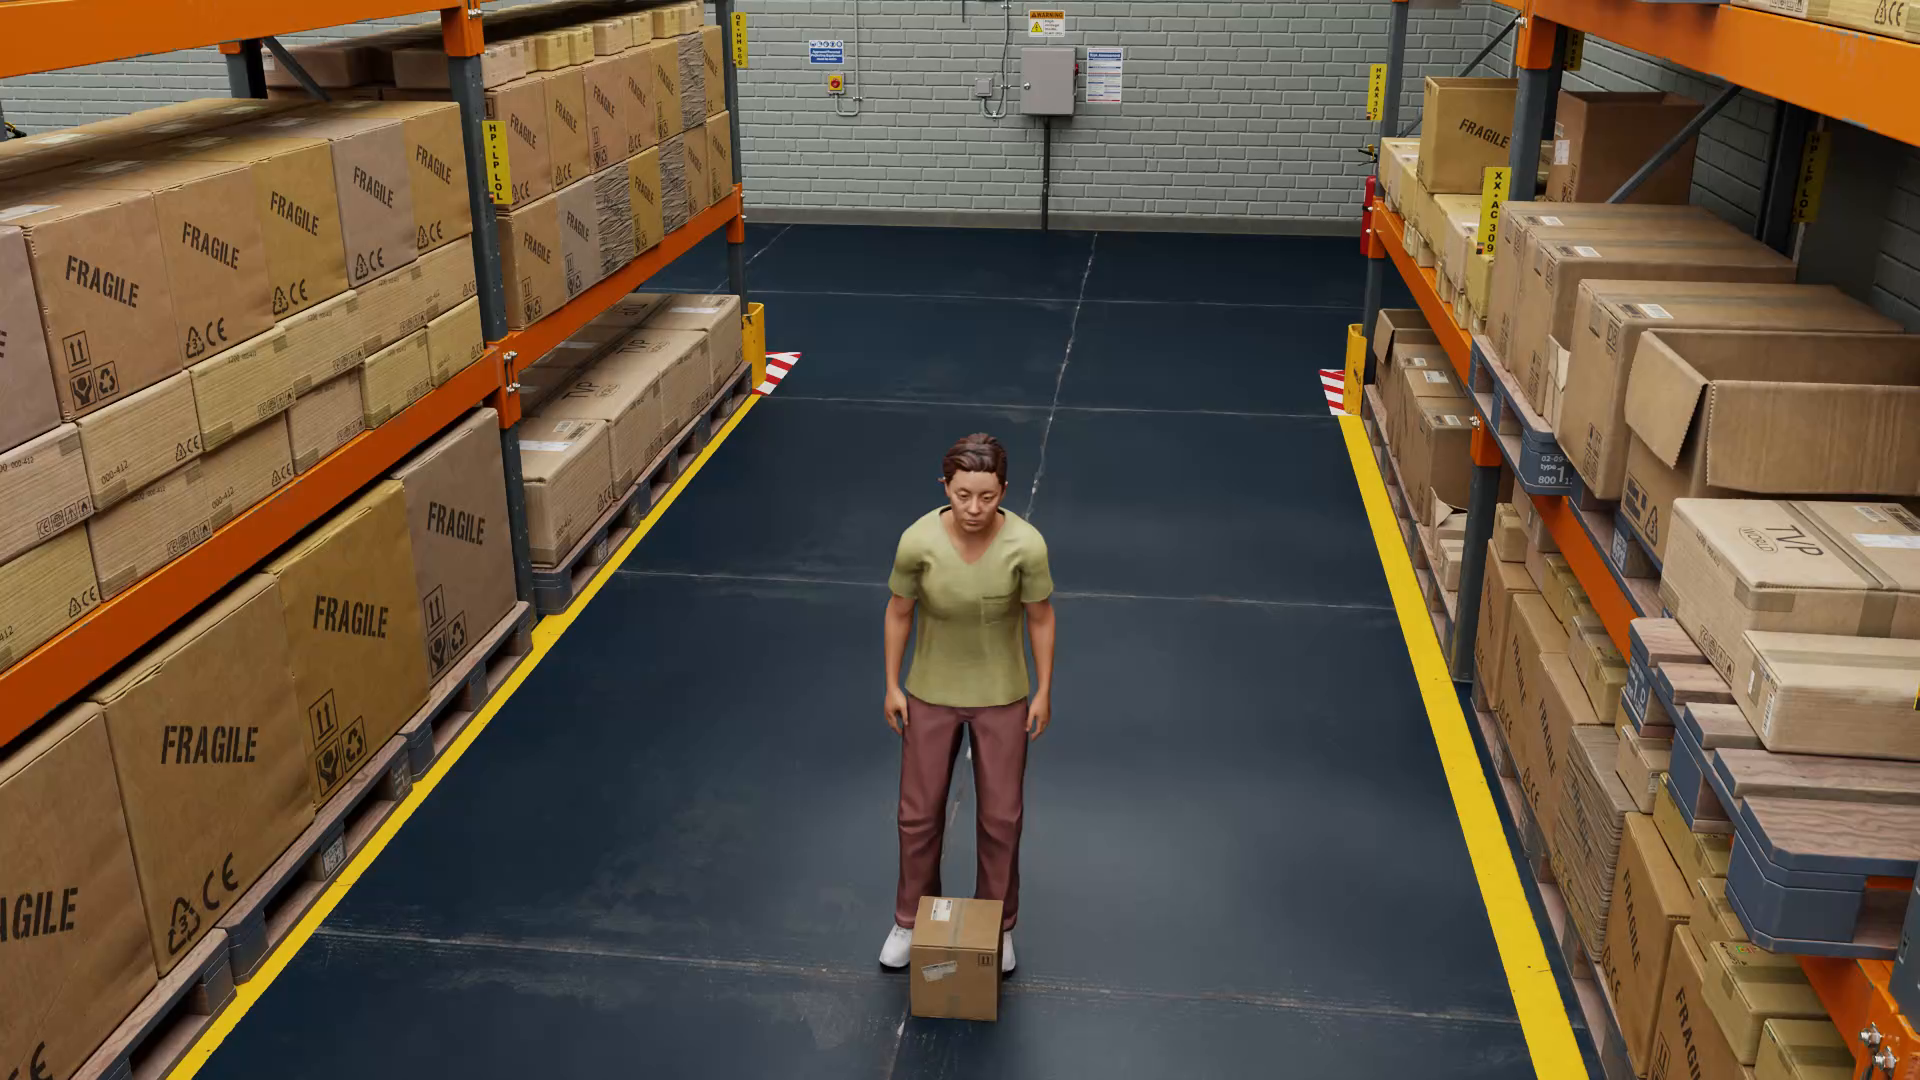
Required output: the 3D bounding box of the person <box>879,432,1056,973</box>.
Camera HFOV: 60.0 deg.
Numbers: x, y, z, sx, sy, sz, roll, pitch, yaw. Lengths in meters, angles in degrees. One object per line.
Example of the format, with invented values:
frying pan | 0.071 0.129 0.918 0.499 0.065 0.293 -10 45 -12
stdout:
person | 0.019 0.476 4.863 0.514 1.671 0.362 1 21 3
